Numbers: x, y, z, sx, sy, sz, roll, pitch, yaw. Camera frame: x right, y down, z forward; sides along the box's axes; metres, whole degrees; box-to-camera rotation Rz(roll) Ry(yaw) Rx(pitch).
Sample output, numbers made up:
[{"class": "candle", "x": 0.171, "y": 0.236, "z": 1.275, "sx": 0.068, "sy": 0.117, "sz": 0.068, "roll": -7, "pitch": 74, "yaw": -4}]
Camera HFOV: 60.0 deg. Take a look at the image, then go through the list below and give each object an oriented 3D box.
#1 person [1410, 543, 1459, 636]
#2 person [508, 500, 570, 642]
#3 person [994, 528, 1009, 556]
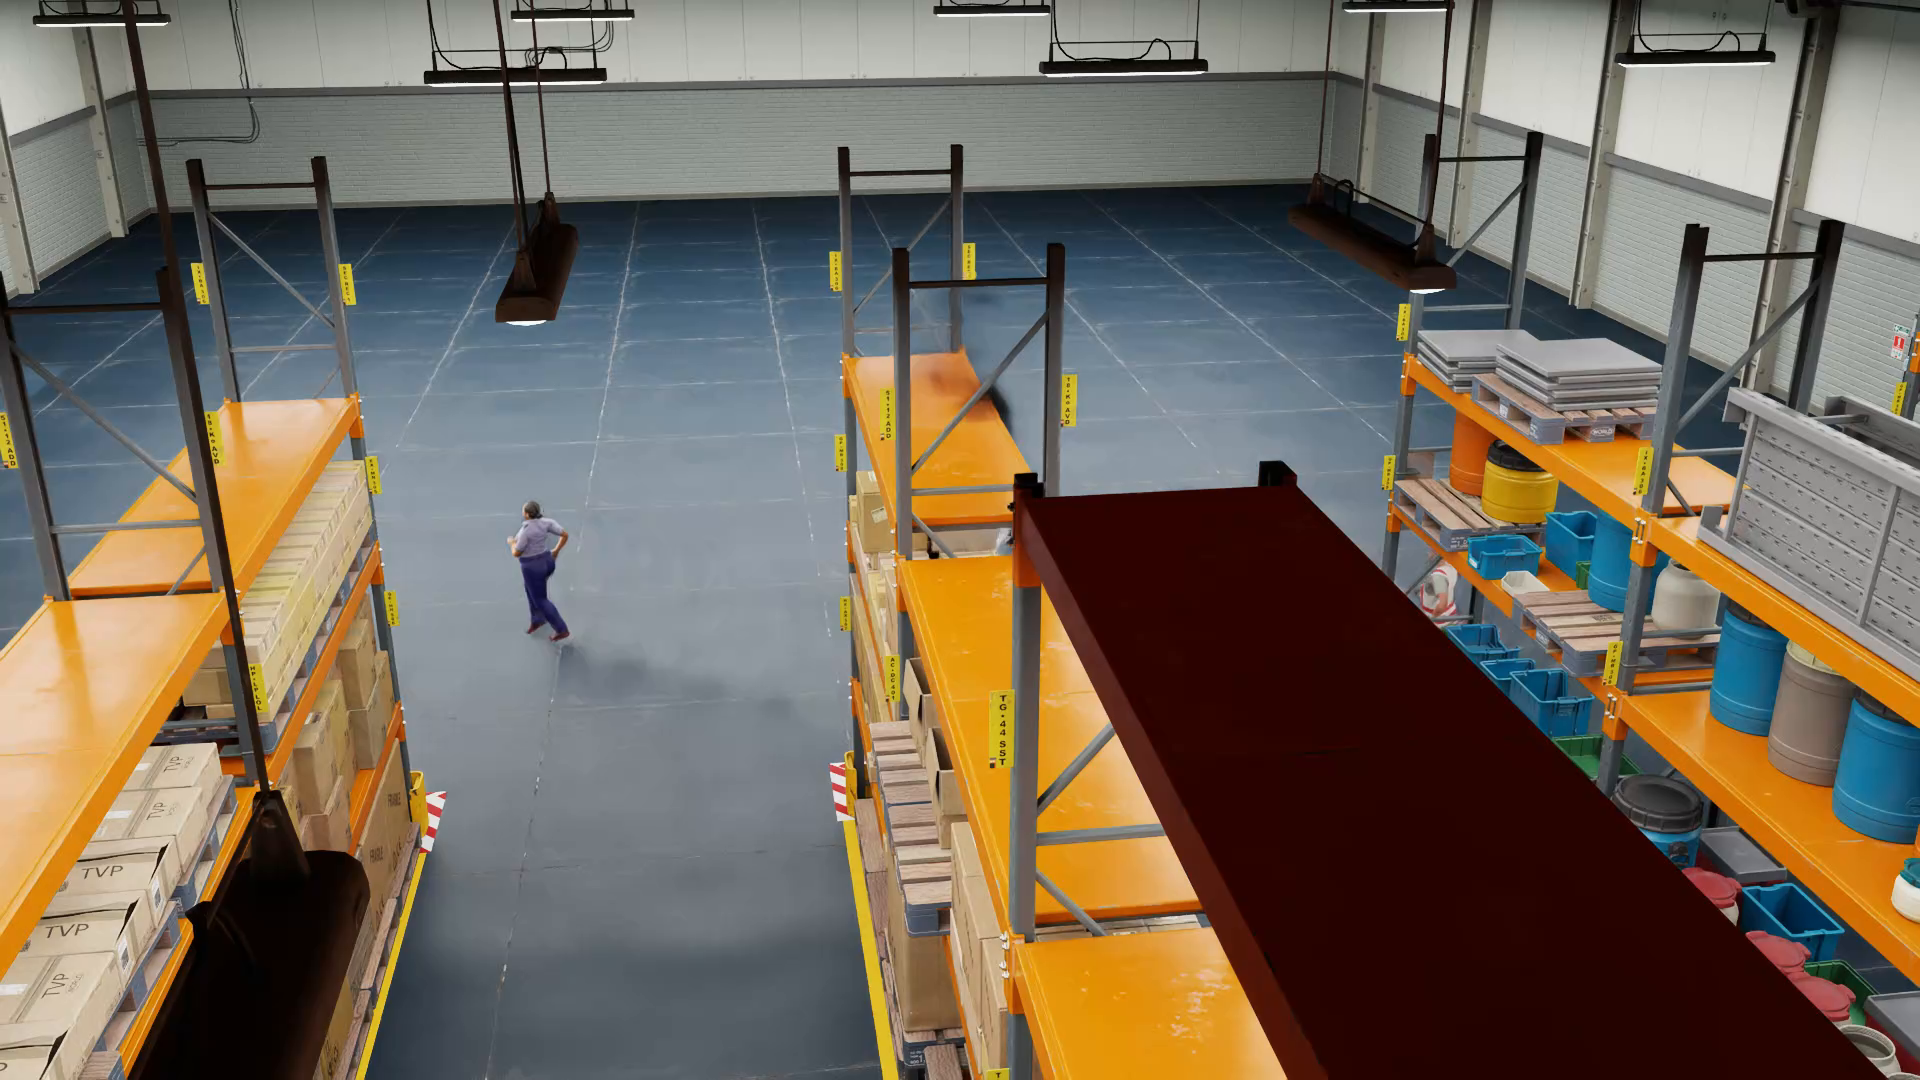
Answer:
[{"class": "person", "x": 4.880, "y": 0.870, "z": 17.035, "sx": 0.756, "sy": 1.850, "sz": 0.696, "roll": 19, "pitch": 29, "yaw": 40}, {"class": "person", "x": -4.685, "y": 0.365, "z": 18.517, "sx": 0.751, "sy": 1.697, "sz": 0.580, "roll": 8, "pitch": 23, "yaw": 20}, {"class": "person", "x": 0.201, "y": 0.261, "z": 18.712, "sx": 0.657, "sy": 1.727, "sz": 0.592, "roll": 8, "pitch": 23, "yaw": 20}]
